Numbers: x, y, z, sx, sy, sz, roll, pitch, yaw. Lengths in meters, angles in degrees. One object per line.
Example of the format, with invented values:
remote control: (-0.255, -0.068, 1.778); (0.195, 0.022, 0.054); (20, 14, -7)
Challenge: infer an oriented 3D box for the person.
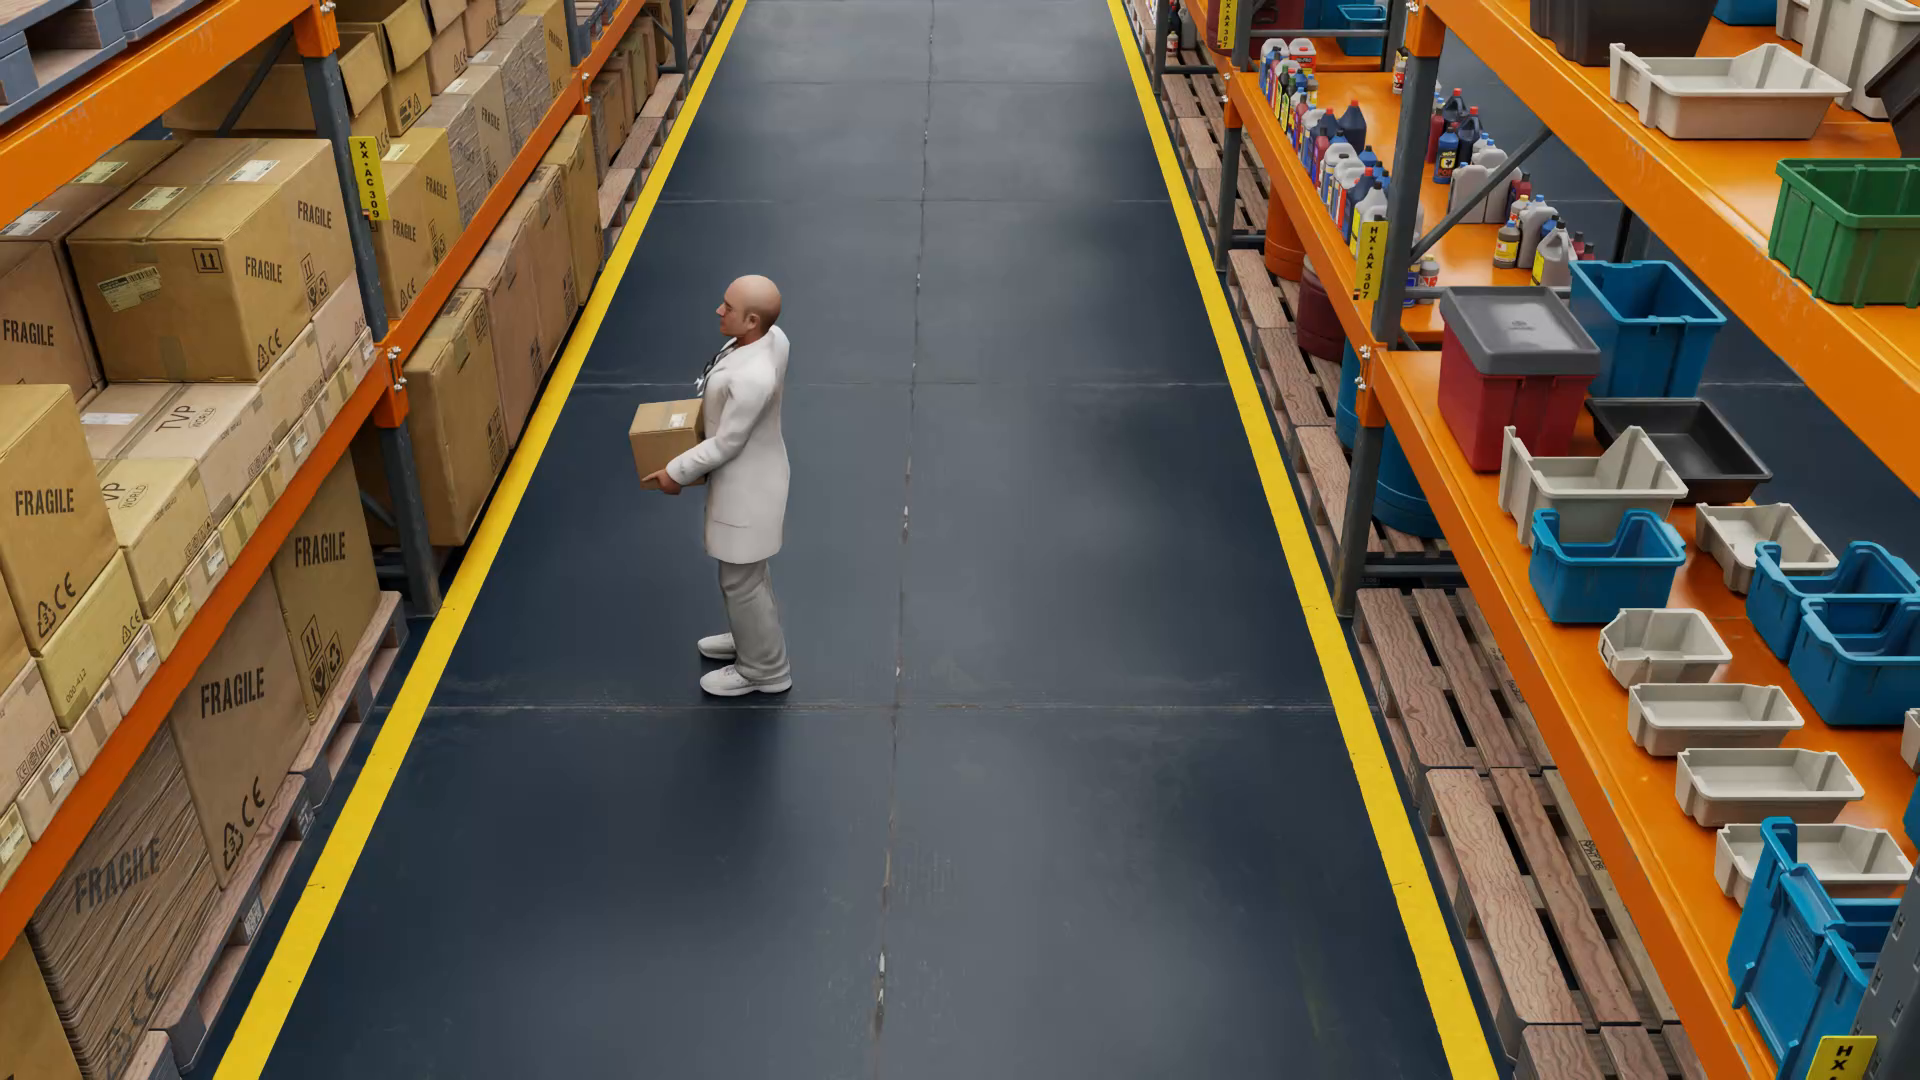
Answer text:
person: (-0.930, -0.205, 6.493); (0.561, 1.769, 0.526); (0, 31, 0)
